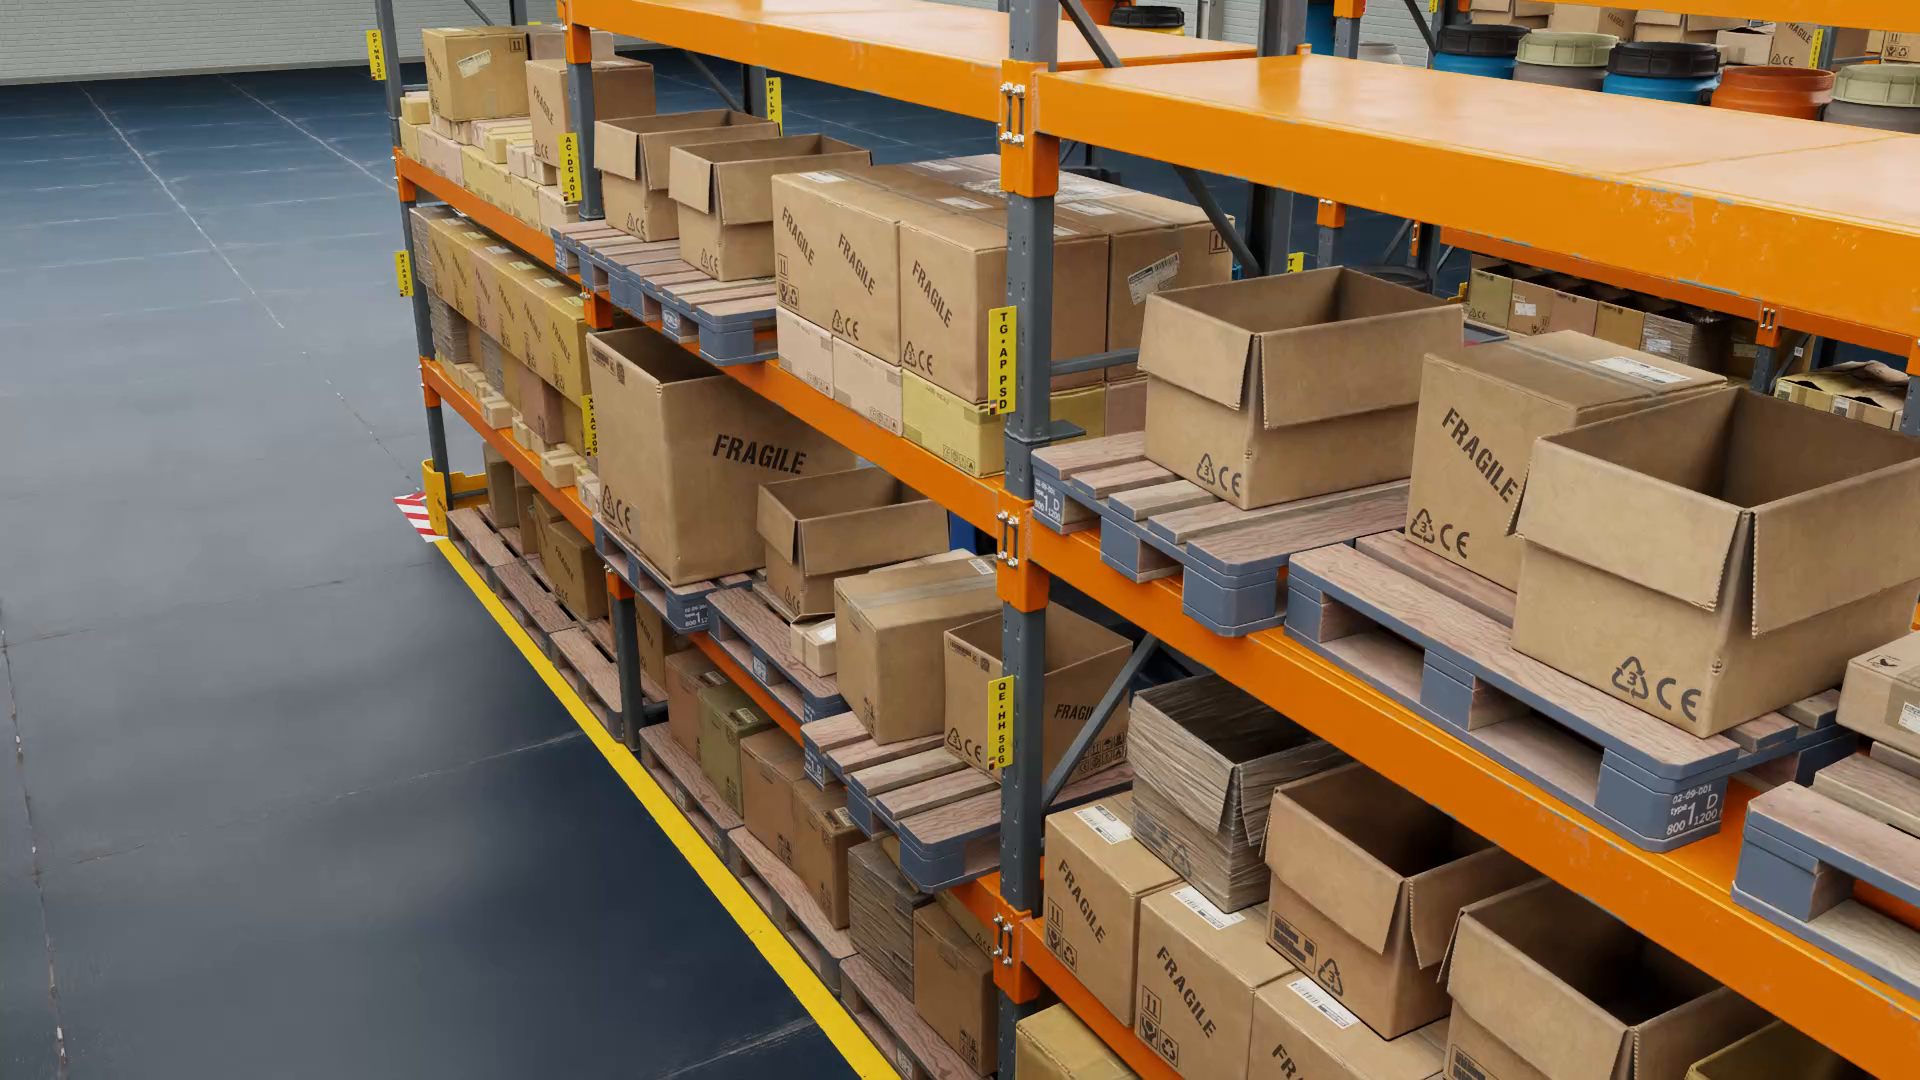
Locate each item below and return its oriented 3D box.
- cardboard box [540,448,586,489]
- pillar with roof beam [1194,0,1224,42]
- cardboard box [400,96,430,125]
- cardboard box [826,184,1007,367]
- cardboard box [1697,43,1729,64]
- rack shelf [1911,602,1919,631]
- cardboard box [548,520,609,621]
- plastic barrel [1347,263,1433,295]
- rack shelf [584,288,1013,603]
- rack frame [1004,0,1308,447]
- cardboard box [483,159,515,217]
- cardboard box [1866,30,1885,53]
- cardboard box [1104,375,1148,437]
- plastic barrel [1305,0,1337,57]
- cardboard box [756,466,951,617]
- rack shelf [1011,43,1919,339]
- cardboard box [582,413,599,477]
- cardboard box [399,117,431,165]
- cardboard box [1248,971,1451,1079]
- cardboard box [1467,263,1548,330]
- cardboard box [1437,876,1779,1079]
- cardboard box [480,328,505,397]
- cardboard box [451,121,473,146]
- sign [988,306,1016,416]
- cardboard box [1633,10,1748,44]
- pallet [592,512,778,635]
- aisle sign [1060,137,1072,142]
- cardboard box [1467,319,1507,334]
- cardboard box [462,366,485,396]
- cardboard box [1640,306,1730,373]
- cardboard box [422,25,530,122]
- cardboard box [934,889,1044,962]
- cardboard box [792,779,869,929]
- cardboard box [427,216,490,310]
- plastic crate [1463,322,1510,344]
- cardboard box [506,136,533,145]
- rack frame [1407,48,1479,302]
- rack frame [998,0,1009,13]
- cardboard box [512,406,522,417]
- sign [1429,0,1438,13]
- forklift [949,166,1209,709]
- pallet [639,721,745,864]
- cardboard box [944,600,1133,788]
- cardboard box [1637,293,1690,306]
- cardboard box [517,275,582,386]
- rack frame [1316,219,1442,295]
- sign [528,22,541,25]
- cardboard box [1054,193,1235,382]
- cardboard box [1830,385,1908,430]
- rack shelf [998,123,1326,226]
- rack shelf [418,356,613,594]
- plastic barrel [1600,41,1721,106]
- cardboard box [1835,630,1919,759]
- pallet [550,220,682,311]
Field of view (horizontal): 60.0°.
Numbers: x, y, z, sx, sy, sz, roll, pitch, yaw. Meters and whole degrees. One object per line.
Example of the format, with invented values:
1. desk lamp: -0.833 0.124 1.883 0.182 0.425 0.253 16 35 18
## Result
1. cardboard box: -2.228 -0.436 9.734 0.380 0.149 0.250 -13 25 -28
2. pillar with roof beam: 0.556 -10.233 25.537 9.100 9.000 0.400 -13 25 -28
3. cardboard box: -3.498 -2.868 11.070 0.380 0.149 0.250 -12 25 -27
4. cardboard box: -0.133 -0.947 5.879 0.500 0.500 0.500 -13 25 -28
5. cardboard box: 6.221 -4.079 13.970 0.380 0.149 0.250 -13 25 -28
6. rack shelf: 5.877 1.018 6.778 1.077 0.370 4.000 -13 25 -28
7. cardboard box: -2.300 0.152 10.716 0.500 0.500 0.500 -15 27 -33
8. plastic barrel: 2.749 -1.306 10.876 0.600 0.901 0.708 -13 25 -28
9. rack shelf: -0.424 -0.714 7.055 1.077 0.370 4.000 -13 25 -28
10. rack frame: 0.597 -1.789 4.762 1.000 3.000 0.127 -13 25 -28
11. cardboard box: -2.426 -2.057 9.604 0.500 0.250 0.500 -13 25 -29
12. cardboard box: 9.754 -5.398 17.467 0.500 0.500 0.500 -11 25 -26
13. cardboard box: 0.576 -0.531 5.850 0.500 0.250 0.500 -12 25 -27
14. plastic barrel: 2.396 -3.416 11.526 0.600 0.901 0.708 -13 25 -28
15. cardboard box: -0.481 -0.004 7.642 0.797 0.503 0.637 -10 24 -23
16. rack shelf: 1.619 -0.623 3.380 1.077 0.370 4.000 -13 25 -28
17. cardboard box: -1.623 -0.646 9.390 0.875 0.500 0.500 -13 25 -28
18. cardboard box: -3.466 -2.714 11.220 0.500 0.250 0.500 -12 25 -27
19. cardboard box: 1.142 1.485 4.541 0.500 0.500 0.500 -13 26 -29
20. cardboard box: 5.369 -2.394 16.316 0.500 0.500 0.500 -13 25 -28
21. cardboard box: 1.635 1.146 4.043 0.797 0.503 0.637 -12 25 -27
22. cardboard box: -2.655 -1.291 10.977 0.875 0.500 0.500 -13 25 -28
23. cardboard box: -2.912 -2.543 10.271 0.380 0.149 0.250 -14 26 -31
24. sign: 0.130 -0.535 4.974 0.100 0.325 0.005 -13 25 -28
25. cardboard box: 6.339 -4.463 14.444 0.797 0.503 0.637 -10 24 -22
26. pallet: -1.181 0.060 8.436 1.003 0.211 1.213 -13 25 -28
27. aisle sign: 0.987 -3.837 14.315 0.394 0.787 0.004 -13 25 -28
28. cardboard box: 5.370 -2.047 16.458 0.500 0.250 0.500 -13 25 -28
29. cardboard box: -3.177 -1.100 11.367 0.380 0.149 0.250 -13 25 -28
30. cardboard box: 6.402 -1.749 14.729 0.500 0.500 0.500 -13 25 -28
31. cardboard box: -2.963 -2.872 10.219 0.500 0.500 0.500 -13 25 -28
32. cardboard box: 0.229 1.386 6.658 0.500 0.250 0.500 -11 25 -26
33. cardboard box: -0.352 1.372 7.688 0.700 0.500 0.500 -10 24 -24
34. cardboard box: -3.193 -1.853 11.031 0.500 0.500 0.500 -13 25 -28
35. plastic crate: 3.322 -1.189 11.168 0.402 0.464 0.583 -13 25 -28
36. cardboard box: -2.353 -2.210 9.451 0.380 0.149 0.250 -12 25 -26
37. rack frame: 5.029 -3.504 16.948 1.000 3.000 0.127 -13 25 -28
38. rack frame: 0.769 -5.331 13.477 1.000 3.000 0.127 -13 25 -28
39. cardboard box: -2.624 -0.785 10.594 0.380 0.149 0.250 -13 25 -28
40. sign: 4.549 -5.230 15.946 0.100 0.325 0.005 -13 25 -28
41. forklift: 0.742 -0.680 10.091 1.130 2.935 3.031 -9 24 -21
42. pallet: -1.047 1.239 8.983 1.003 0.211 1.213 -13 25 -28
43. cardboard box: 0.287 0.582 6.205 0.500 0.500 0.500 -16 27 -35
44. cardboard box: 6.593 -2.011 15.373 0.500 0.500 0.500 -13 25 -28
45. cardboard box: -2.169 -1.206 9.440 0.500 0.500 0.500 -13 25 -28
46. rack frame: 2.812 -1.257 11.421 1.000 3.000 0.127 -13 25 -28
47. sign: -3.002 -3.499 11.778 0.100 0.325 0.005 -13 25 -28
48. cardboard box: 0.578 -0.879 5.710 0.500 0.500 0.500 -12 25 -28
49. cardboard box: 7.320 -1.045 13.247 0.500 0.311 0.500 -13 25 -29
50. rack shelf: 1.790 -2.961 12.585 1.077 0.370 4.000 -13 25 -28
51. rack shelf: -2.468 -0.619 10.806 1.077 0.370 4.000 -13 25 -28
52. plastic barrel: 3.926 -2.333 9.418 0.600 0.901 0.708 -13 25 -28
53. cardboard box: 2.009 0.306 3.366 0.380 0.149 0.250 -14 26 -30
54. pallet: -1.222 -1.387 8.006 1.213 0.211 1.003 -13 25 -28
